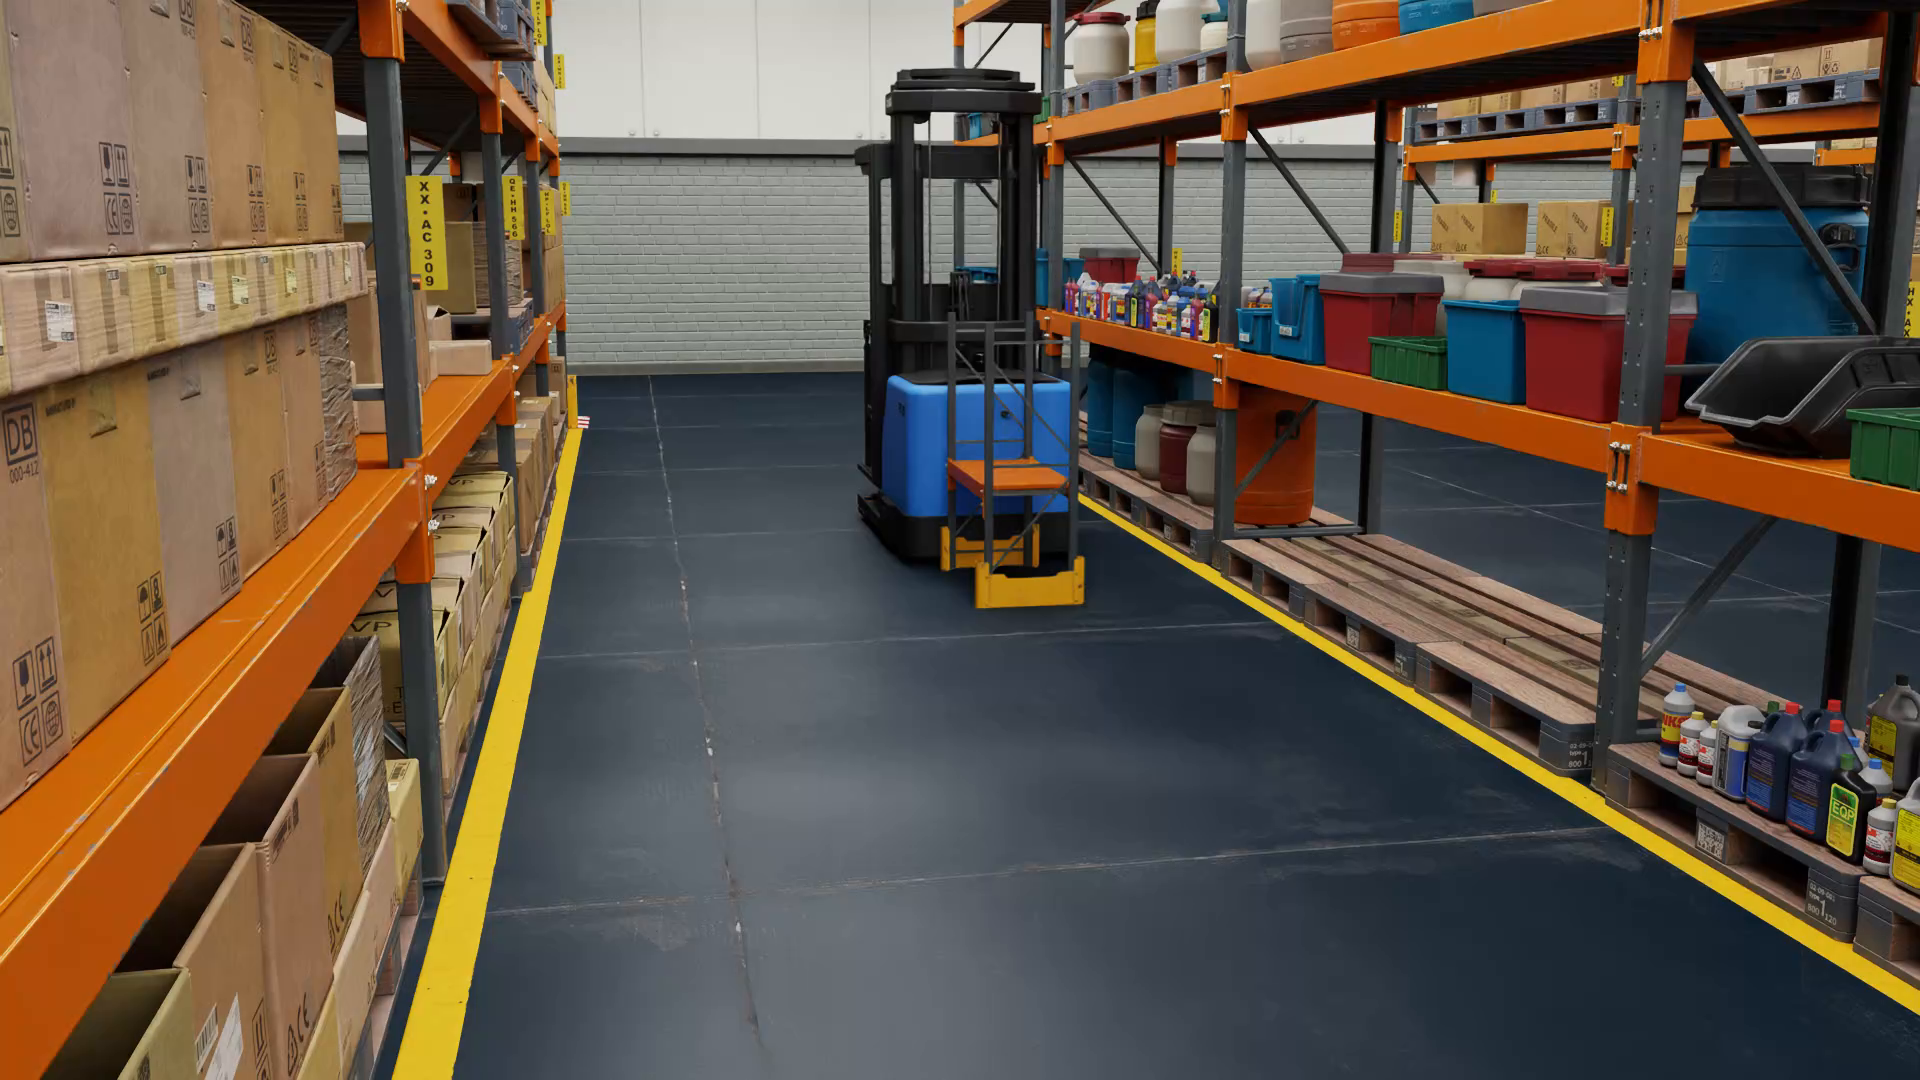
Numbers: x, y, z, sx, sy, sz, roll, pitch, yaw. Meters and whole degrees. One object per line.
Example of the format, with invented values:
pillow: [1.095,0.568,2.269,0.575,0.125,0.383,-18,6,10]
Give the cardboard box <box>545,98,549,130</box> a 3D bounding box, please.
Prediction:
cardboard box: [-3.787,-3.646,14.206,0.500,0.250,0.500,-2,11,-11]

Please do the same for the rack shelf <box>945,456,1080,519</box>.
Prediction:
rack shelf: [0.276,-0.301,9.231,0.538,0.185,1.000,-2,11,-11]

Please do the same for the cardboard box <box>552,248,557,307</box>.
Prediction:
cardboard box: [-3.675,-2.210,14.020,0.500,0.500,0.500,-2,11,-11]

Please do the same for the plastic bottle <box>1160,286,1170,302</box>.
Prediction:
plastic bottle: [1.378,-1.568,11.225,0.061,0.283,0.133,-2,11,-11]

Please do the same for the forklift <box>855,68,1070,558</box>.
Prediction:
forklift: [-0.092,-1.561,11.061,1.130,2.935,3.031,-2,11,-11]

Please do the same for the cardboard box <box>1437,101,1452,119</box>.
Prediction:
cardboard box: [5.448,-4.650,17.425,0.700,0.500,0.500,-3,11,-14]

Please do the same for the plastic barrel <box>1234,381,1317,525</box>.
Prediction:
plastic barrel: [1.880,-0.547,10.231,0.600,0.830,0.708,-2,11,-11]

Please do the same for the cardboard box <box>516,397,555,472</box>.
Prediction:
cardboard box: [-3.268,-0.780,12.283,0.500,0.500,0.500,-2,11,-11]

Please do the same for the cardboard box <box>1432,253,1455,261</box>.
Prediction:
cardboard box: [5.230,-2.845,17.227,0.500,0.250,0.500,-2,11,-12]

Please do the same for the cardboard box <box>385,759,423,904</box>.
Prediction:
cardboard box: [-1.785,0.817,4.615,0.500,0.250,0.500,-2,11,-11]

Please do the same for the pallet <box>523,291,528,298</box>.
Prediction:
pallet: [-3.597,-1.627,11.738,1.003,0.211,1.213,-2,11,-11]

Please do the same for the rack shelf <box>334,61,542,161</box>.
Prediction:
rack shelf: [-3.257,-2.626,10.370,1.077,0.370,4.000,-2,11,-11]

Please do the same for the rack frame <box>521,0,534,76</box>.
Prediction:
rack frame: [-3.646,-4.819,11.950,1.000,3.000,0.127,-2,11,-11]

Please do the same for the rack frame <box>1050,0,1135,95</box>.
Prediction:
rack frame: [1.214,-4.999,12.893,1.000,3.000,0.127,-2,11,-11]

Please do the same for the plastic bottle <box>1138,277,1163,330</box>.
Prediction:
plastic bottle: [1.282,-1.593,11.175,0.144,0.351,0.185,-2,11,-11]

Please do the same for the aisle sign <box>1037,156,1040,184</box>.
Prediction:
aisle sign: [0.709,-4.086,17.190,0.394,0.787,0.004,-2,11,-11]

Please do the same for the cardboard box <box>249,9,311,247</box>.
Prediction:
cardboard box: [-1.898,-0.918,3.758,0.700,0.500,0.500,-2,11,-11]

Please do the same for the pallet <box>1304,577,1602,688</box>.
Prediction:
pallet: [2.338,0.419,7.933,1.003,0.211,1.213,-2,11,-11]

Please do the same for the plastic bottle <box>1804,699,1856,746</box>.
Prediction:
plastic bottle: [2.661,0.659,5.122,0.144,0.351,0.185,-2,11,-11]

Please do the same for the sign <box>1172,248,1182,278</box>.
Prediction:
sign: [1.754,-2.207,13.531,0.100,0.325,0.005,-2,11,-11]

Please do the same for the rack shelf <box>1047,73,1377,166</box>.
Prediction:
rack shelf: [1.603,-2.805,11.313,1.077,0.370,4.000,-2,11,-11]

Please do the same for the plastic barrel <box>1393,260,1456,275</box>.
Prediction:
plastic barrel: [2.402,-1.192,8.638,0.421,0.512,0.421,0,11,0]

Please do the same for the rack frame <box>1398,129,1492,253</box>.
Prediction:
rack frame: [5.294,-2.965,18.254,1.000,3.000,0.127,-2,11,-11]

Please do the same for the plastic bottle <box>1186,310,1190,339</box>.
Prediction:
plastic bottle: [1.445,-1.343,10.263,0.097,0.201,0.097,0,11,0]

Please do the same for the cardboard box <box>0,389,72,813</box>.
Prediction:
cardboard box: [-1.497,0.097,1.896,0.700,0.500,0.500,-2,11,-10]

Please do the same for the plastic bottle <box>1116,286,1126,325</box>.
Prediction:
plastic bottle: [1.151,-1.655,11.714,0.097,0.271,0.097,0,11,0]

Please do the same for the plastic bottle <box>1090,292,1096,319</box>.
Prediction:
plastic bottle: [1.016,-1.748,12.390,0.097,0.201,0.097,0,11,0]

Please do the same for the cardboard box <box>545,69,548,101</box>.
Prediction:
cardboard box: [-3.779,-3.891,14.161,0.500,0.250,0.500,-2,11,-11]

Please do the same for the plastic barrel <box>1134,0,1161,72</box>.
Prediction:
plastic barrel: [1.591,-3.664,12.276,0.600,0.588,0.600,0,11,0]

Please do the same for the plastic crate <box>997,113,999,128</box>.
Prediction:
plastic crate: [0.564,-3.783,14.844,0.437,0.282,0.530,-2,11,-11]

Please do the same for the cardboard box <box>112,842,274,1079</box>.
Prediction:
cardboard box: [-1.407,0.815,2.615,0.500,0.500,0.500,-2,11,-11]

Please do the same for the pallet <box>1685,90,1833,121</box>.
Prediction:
pallet: [6.299,-3.445,13.263,0.805,0.209,1.217,-3,11,-13]

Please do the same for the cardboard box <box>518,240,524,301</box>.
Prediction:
cardboard box: [-3.241,-1.806,10.772,0.700,0.500,0.500,-5,12,-25]

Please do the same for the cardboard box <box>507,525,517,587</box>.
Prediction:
cardboard box: [-2.526,0.093,8.414,0.500,0.250,0.500,-2,11,-10]

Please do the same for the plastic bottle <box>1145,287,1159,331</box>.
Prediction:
plastic bottle: [1.272,-1.529,11.020,0.061,0.283,0.133,-2,11,-11]

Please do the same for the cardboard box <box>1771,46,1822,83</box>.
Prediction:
cardboard box: [6.432,-3.603,12.181,0.797,0.503,0.637,-2,11,-12]

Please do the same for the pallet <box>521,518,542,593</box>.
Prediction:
pallet: [-2.976,0.093,9.644,1.003,0.211,1.213,-2,11,-11]

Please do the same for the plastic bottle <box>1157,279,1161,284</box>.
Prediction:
plastic bottle: [1.608,-1.930,13.147,0.152,0.276,0.135,-2,11,-11]

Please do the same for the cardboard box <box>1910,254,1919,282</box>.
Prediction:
cardboard box: [6.511,-1.629,10.964,0.500,0.500,0.500,-2,11,-9]

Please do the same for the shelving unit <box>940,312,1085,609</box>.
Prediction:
shelving unit: [0.274,-0.480,9.206,0.587,1.500,1.083,-2,11,-11]

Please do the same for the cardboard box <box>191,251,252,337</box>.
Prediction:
cardboard box: [-1.526,-0.449,3.032,0.380,0.149,0.250,-2,11,-9]

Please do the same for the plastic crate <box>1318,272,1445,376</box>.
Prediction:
plastic crate: [2.006,-1.042,7.978,0.402,0.464,0.583,-2,11,-11]

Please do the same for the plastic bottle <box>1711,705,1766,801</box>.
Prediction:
plastic bottle: [2.492,0.670,5.261,0.152,0.276,0.135,-2,11,-9]

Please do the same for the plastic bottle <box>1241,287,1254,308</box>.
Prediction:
plastic bottle: [1.955,-1.603,11.426,0.152,0.276,0.135,-2,11,-11]

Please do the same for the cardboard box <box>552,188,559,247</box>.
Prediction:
cardboard box: [-3.763,-2.793,14.406,0.500,0.500,0.500,-2,11,-9]

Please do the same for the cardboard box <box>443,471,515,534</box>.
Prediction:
cardboard box: [-2.524,-0.183,8.364,0.500,0.311,0.500,-2,11,-10]

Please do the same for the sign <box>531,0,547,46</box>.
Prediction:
sign: [-3.102,-3.814,12.255,0.100,0.325,0.005,-2,11,-11]

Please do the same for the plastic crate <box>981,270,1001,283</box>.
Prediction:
plastic crate: [0.417,-2.434,15.749,0.416,0.233,0.300,-2,11,-11]

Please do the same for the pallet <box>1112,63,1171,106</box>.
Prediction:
pallet: [1.686,-3.084,11.362,1.003,0.211,1.213,-2,11,-11]

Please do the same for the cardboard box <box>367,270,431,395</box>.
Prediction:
cardboard box: [-2.525,-0.881,7.033,0.500,0.500,0.500,-3,11,-14]
